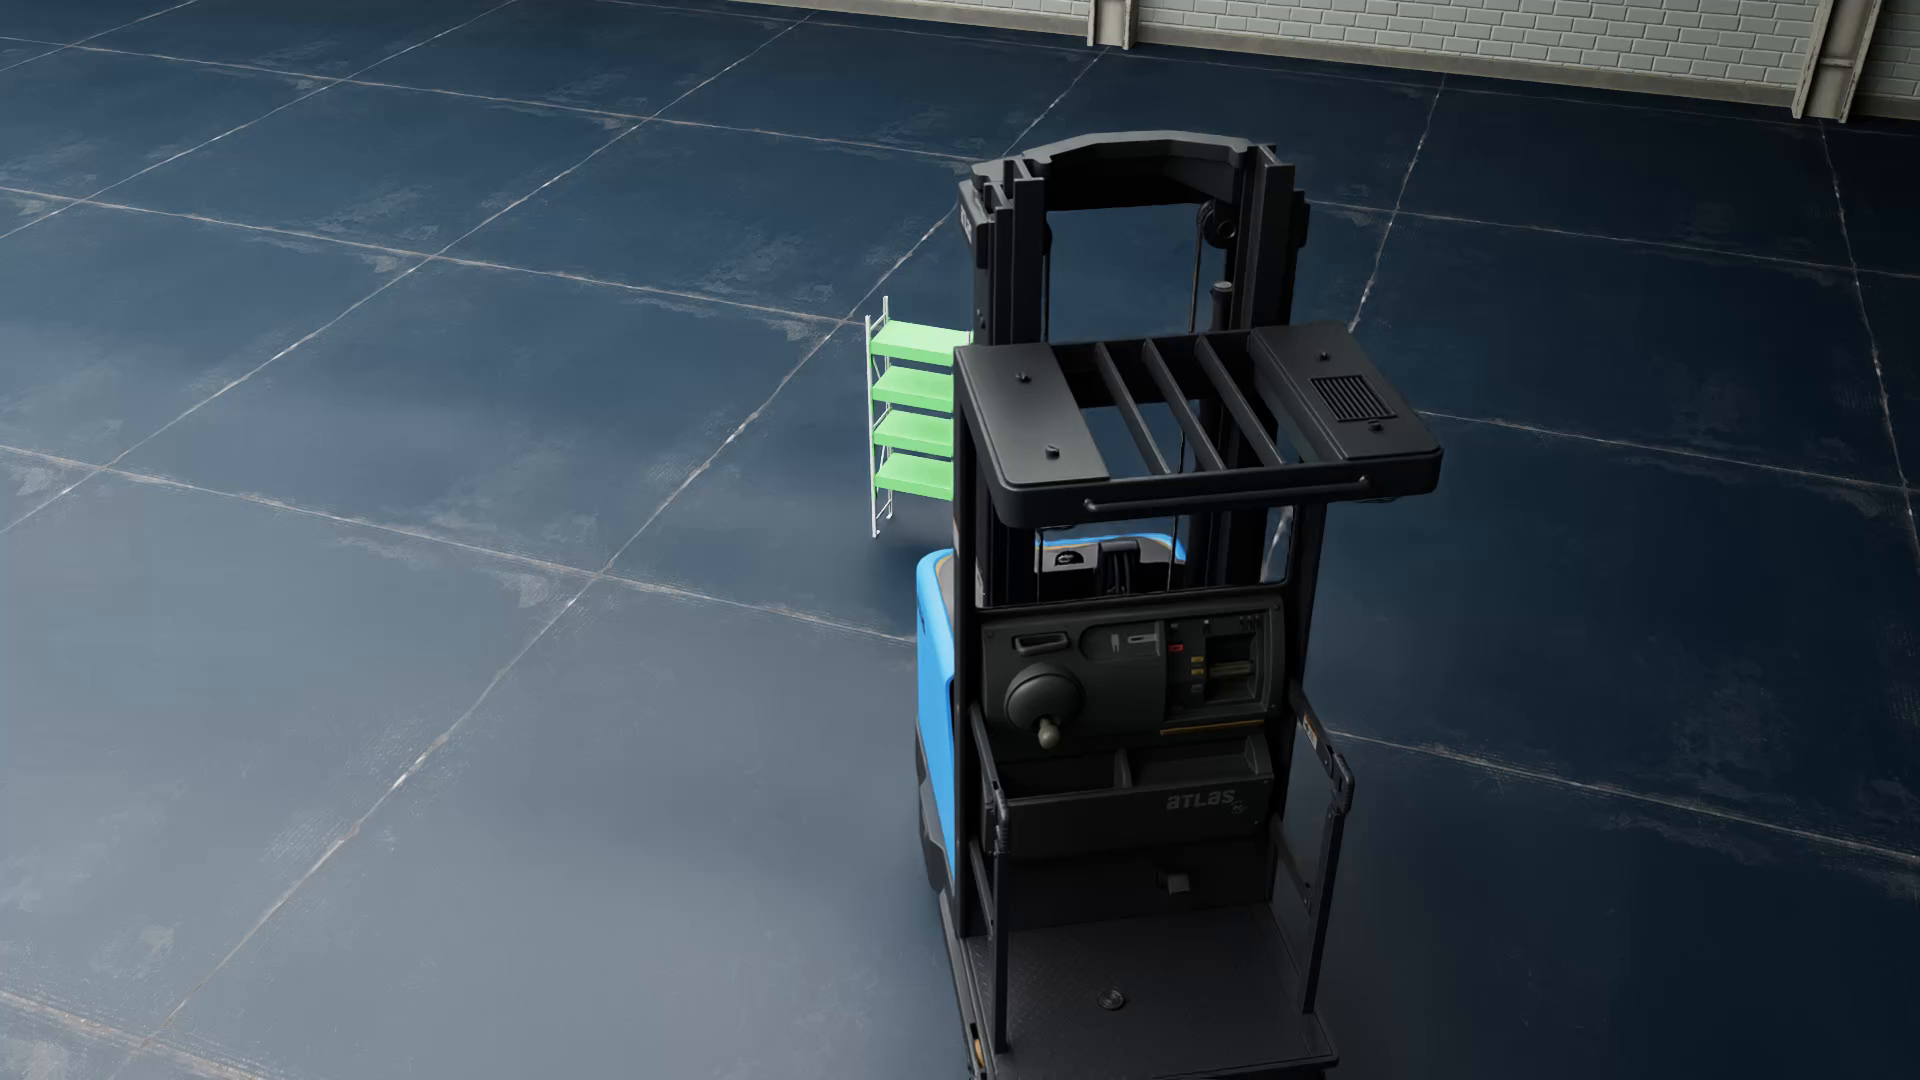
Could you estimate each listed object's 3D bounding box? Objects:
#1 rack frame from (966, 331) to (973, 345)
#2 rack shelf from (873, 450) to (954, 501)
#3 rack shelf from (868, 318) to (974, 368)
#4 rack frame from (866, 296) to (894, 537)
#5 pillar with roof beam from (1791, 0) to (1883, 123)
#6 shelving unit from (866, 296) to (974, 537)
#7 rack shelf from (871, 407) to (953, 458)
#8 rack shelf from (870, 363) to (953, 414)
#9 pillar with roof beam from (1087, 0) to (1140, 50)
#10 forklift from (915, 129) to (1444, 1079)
[{"bbox_3d":[0.074,-0.490,7.902,0.015,1.200,0.240,11,34,16],"label":"rack frame"},{"bbox_3d":[-0.156,-0.279,8.136,0.480,0.148,0.258,11,34,16],"label":"rack shelf"},{"bbox_3d":[-0.156,-0.884,7.746,0.480,0.148,0.258,11,34,16],"label":"rack shelf"},{"bbox_3d":[-0.386,-0.579,8.041,0.015,1.200,0.240,11,34,16],"label":"rack frame"},{"bbox_3d":[5.602,-5.076,7.816,0.400,9.000,9.100,11,34,16],"label":"pillar with roof beam"},{"bbox_3d":[-0.156,-0.534,7.971,0.503,1.200,0.258,11,34,16],"label":"shelving unit"},{"bbox_3d":[-0.156,-0.481,8.006,0.480,0.148,0.258,11,34,16],"label":"rack shelf"},{"bbox_3d":[-0.156,-0.682,7.876,0.480,0.148,0.258,11,34,16],"label":"rack shelf"},{"bbox_3d":[-0.046,-6.174,9.517,0.400,9.000,9.100,11,34,16],"label":"pillar with roof beam"},{"bbox_3d":[0.564,0.457,4.840,1.130,2.935,3.031,-5,33,-8],"label":"forklift"}]
